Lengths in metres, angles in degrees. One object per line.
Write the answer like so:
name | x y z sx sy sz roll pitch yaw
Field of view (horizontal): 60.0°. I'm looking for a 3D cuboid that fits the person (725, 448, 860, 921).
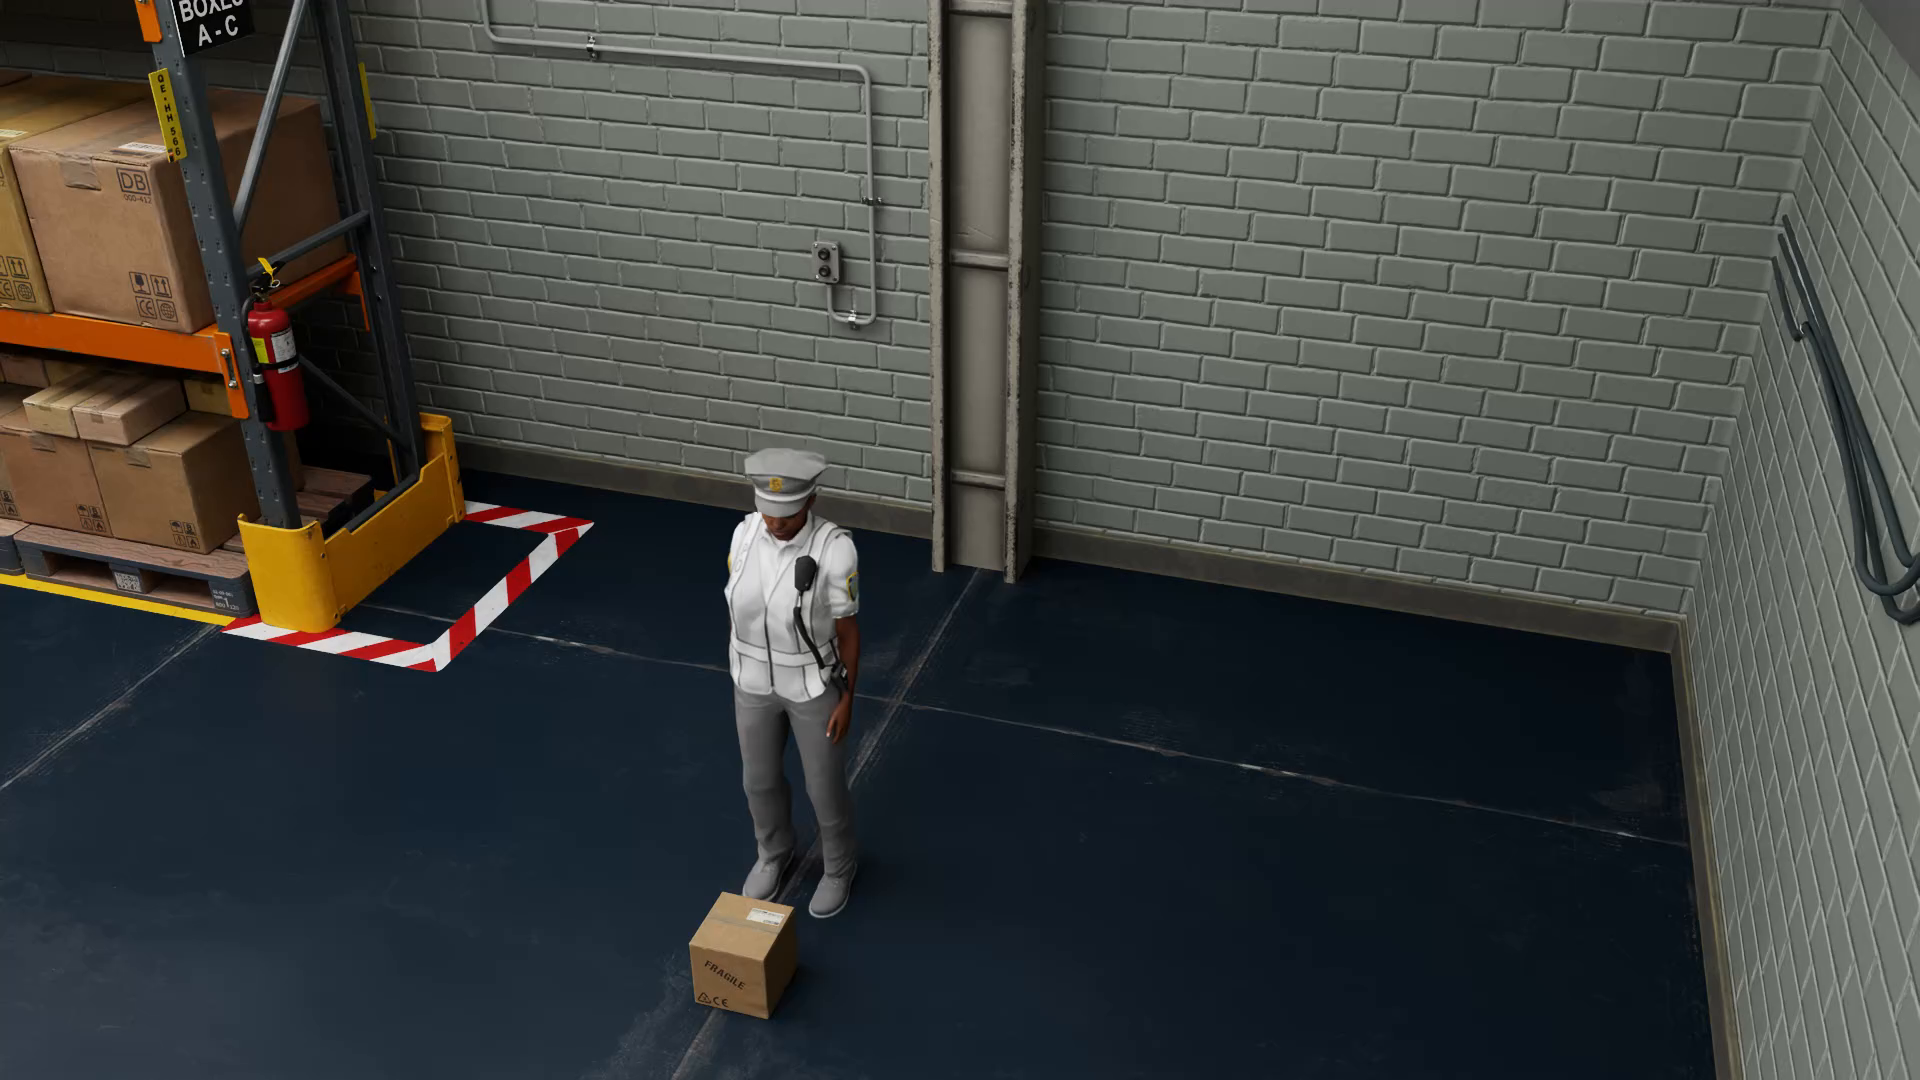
person | -0.523 0.475 5.297 0.438 1.662 0.341 9 31 16
